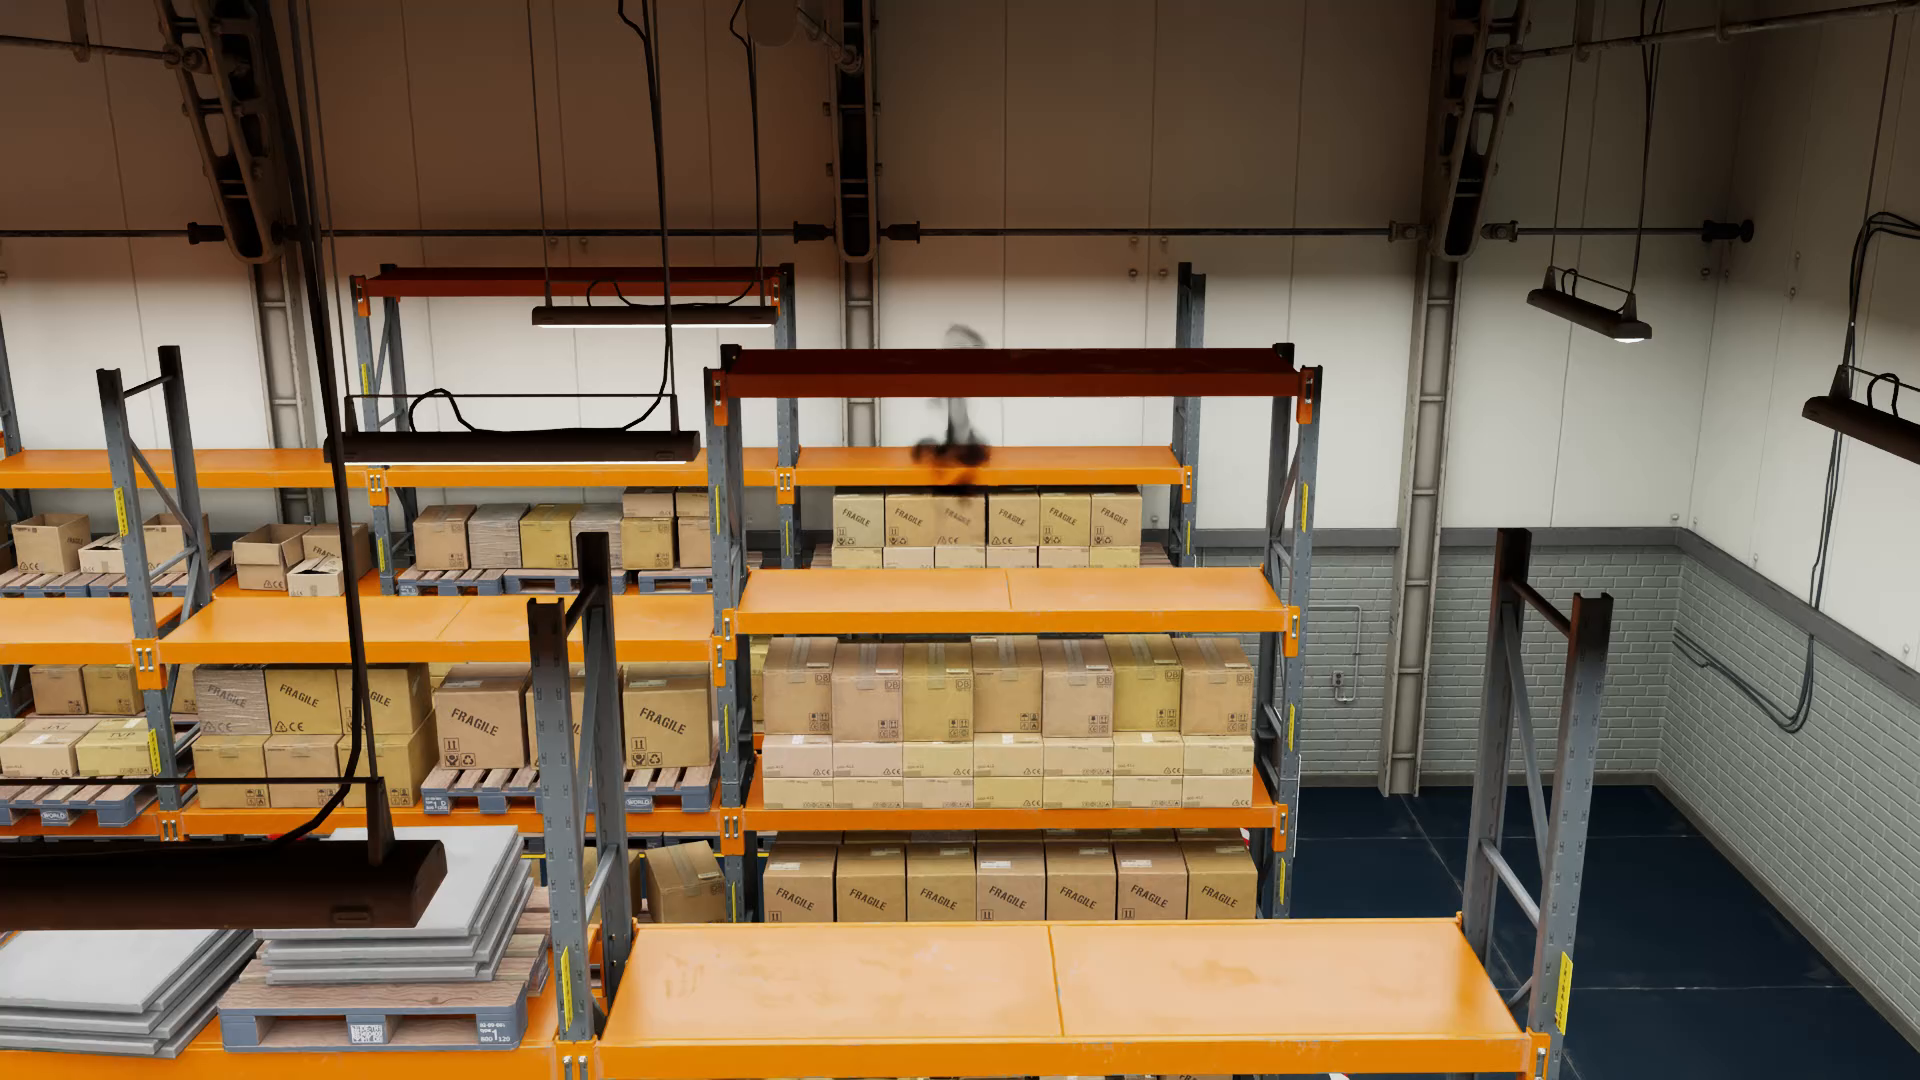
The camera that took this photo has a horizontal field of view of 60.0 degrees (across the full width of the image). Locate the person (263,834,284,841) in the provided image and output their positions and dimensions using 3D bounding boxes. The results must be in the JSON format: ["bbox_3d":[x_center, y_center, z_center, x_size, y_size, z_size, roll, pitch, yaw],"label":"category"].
[{"bbox_3d":[-5.706,3.234,14.330,0.596,1.751,0.666,0,16,-1],"label":"person"}]
